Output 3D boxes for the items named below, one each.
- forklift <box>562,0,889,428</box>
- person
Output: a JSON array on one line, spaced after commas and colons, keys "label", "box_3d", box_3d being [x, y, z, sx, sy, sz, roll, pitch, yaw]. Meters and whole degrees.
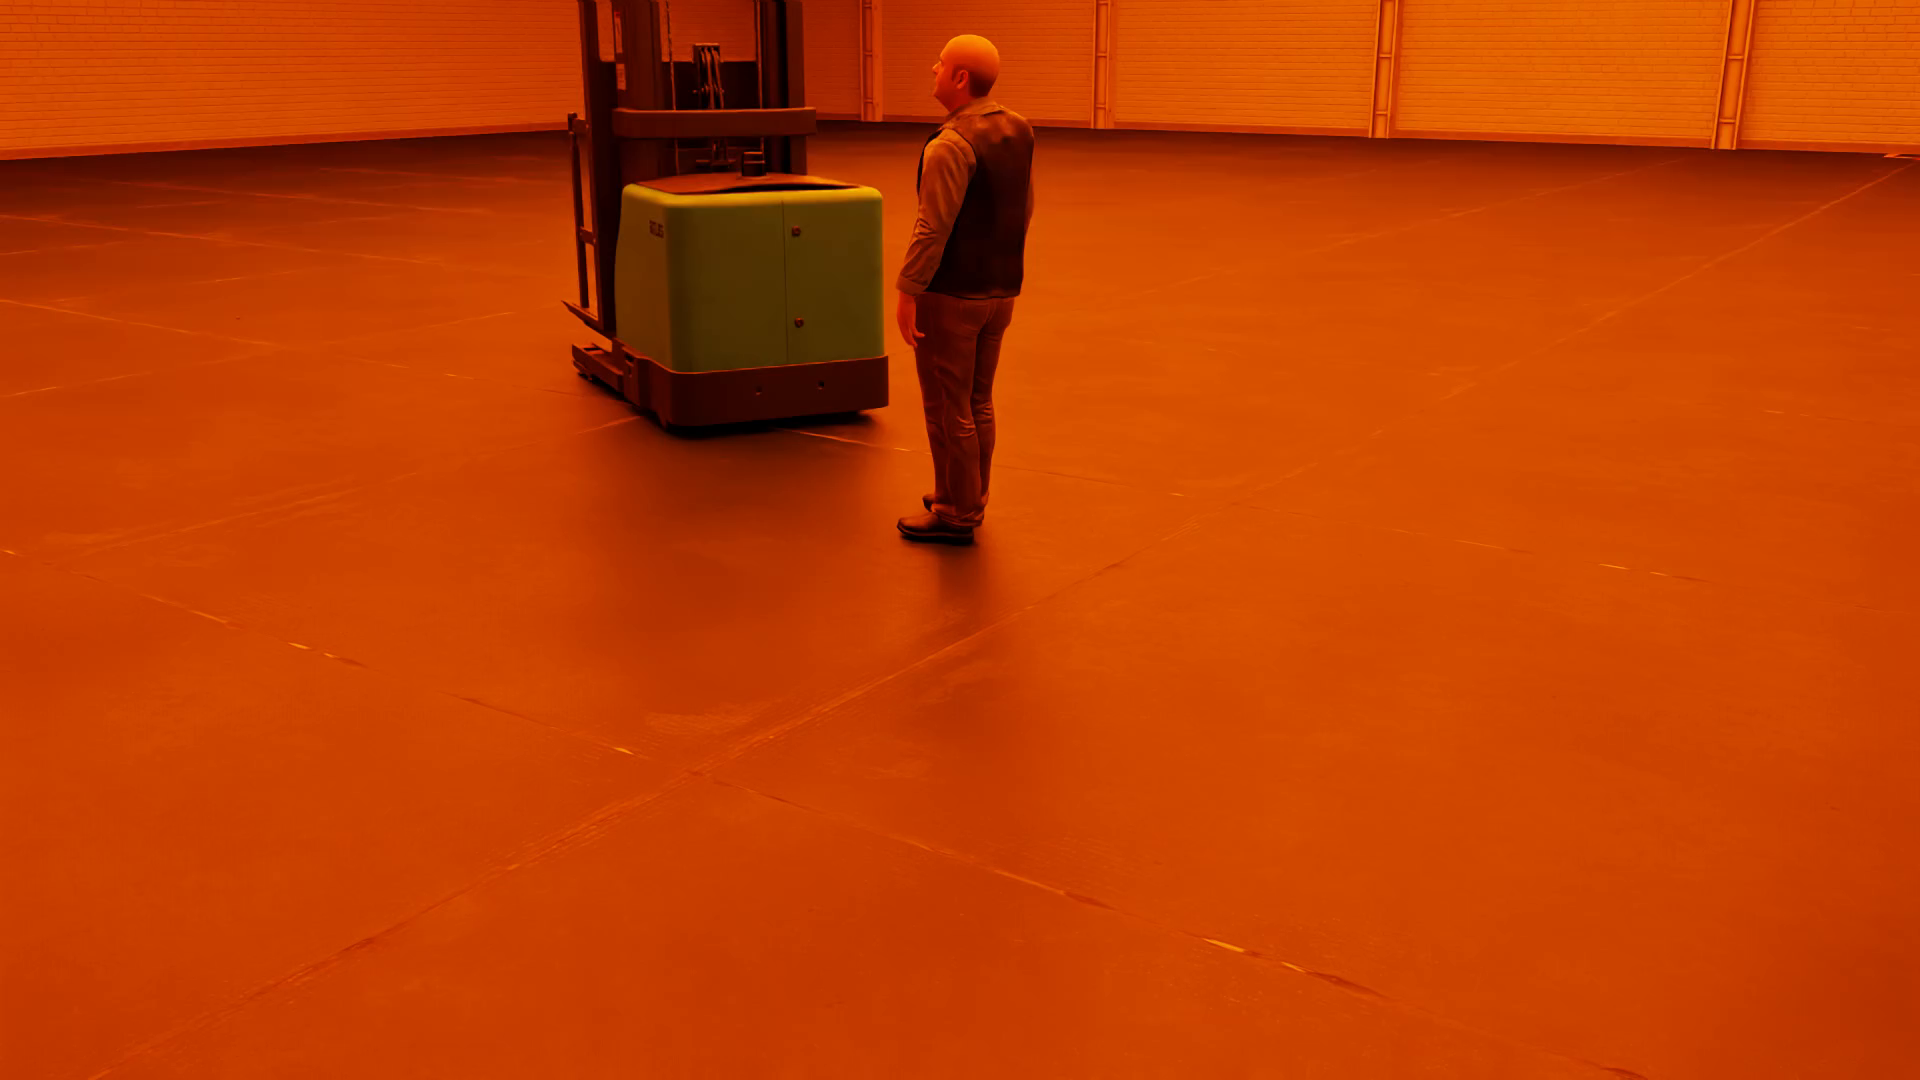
[{"label": "forklift", "box_3d": [-1.427, -2.285, 8.473, 1.130, 2.935, 3.031, -8, 18, -24]}, {"label": "person", "box_3d": [-0.048, -0.843, 5.740, 0.566, 1.722, 0.633, 11, 20, 33]}]
